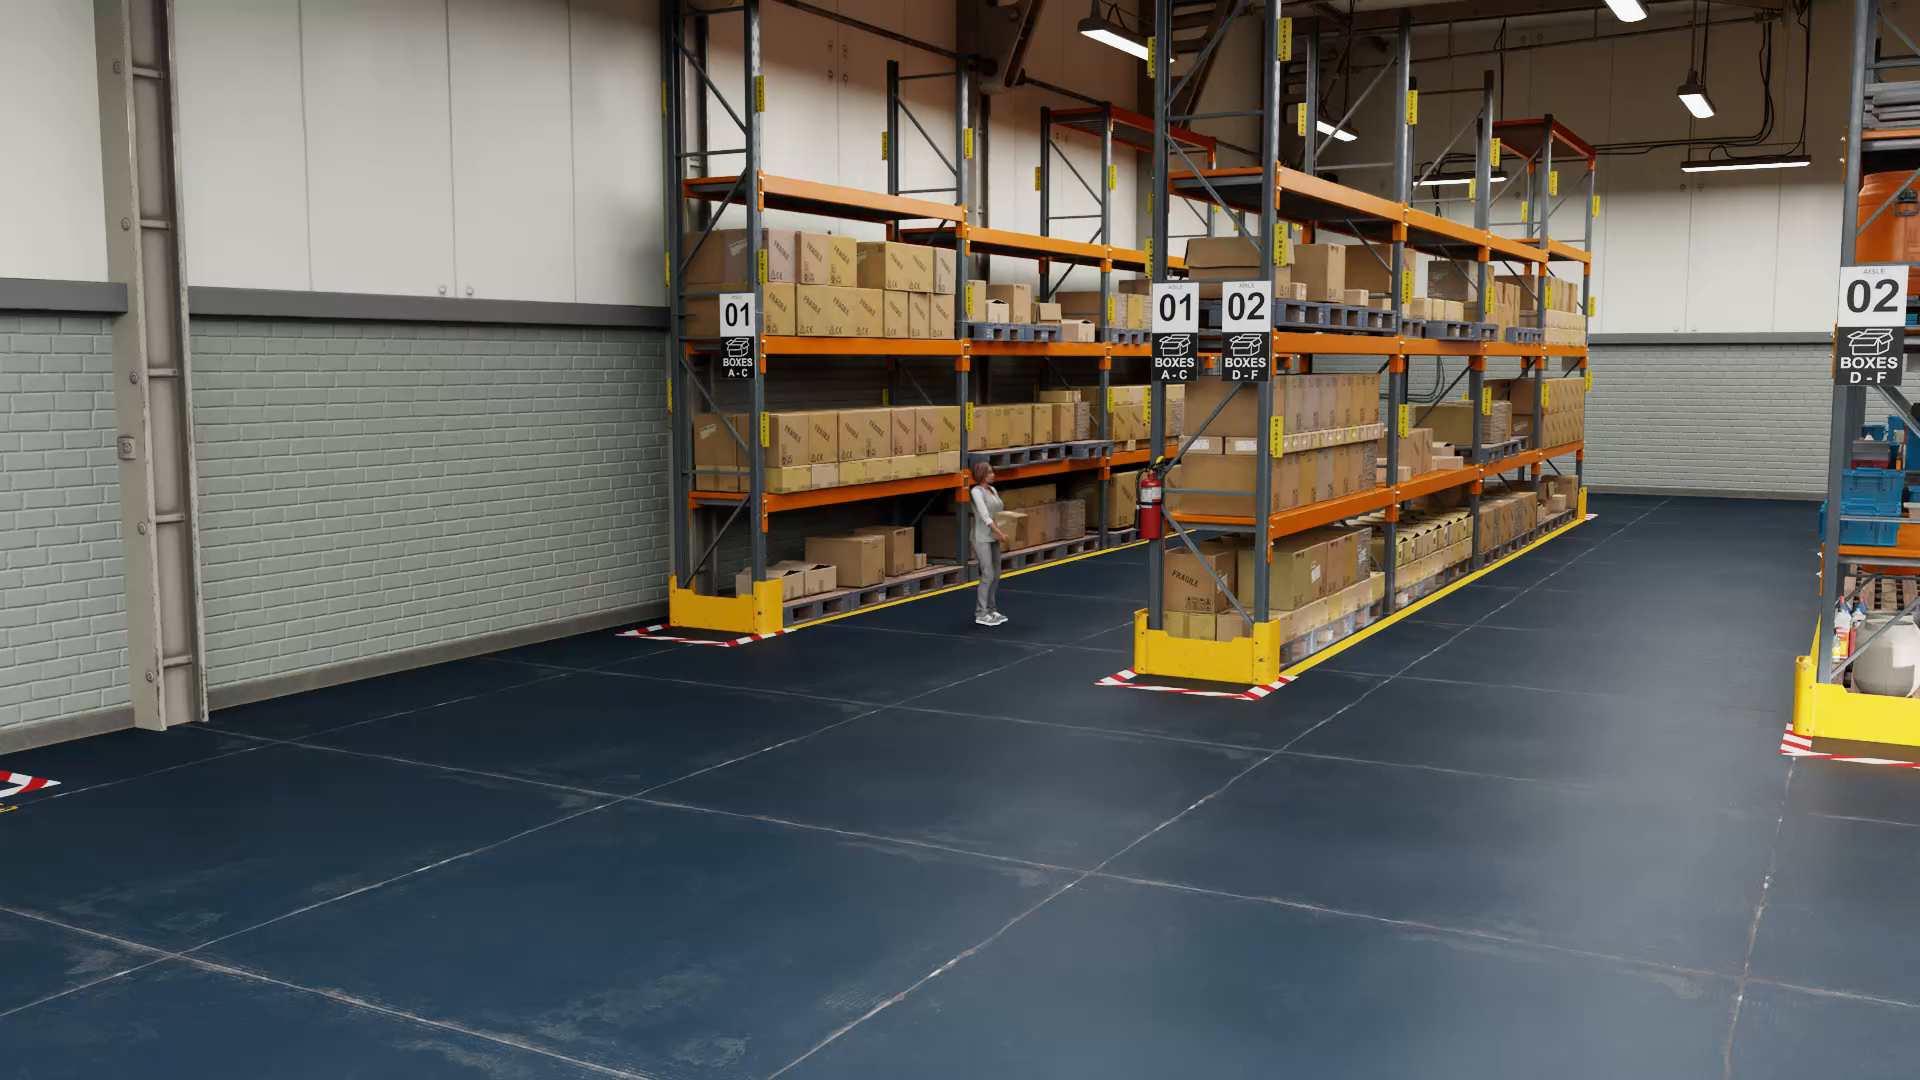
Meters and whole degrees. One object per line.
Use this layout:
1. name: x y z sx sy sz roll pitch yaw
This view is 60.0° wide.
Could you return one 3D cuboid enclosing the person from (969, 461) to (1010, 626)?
1. person: 0.274 0.022 16.329 0.347 1.600 0.447 3 7 27
